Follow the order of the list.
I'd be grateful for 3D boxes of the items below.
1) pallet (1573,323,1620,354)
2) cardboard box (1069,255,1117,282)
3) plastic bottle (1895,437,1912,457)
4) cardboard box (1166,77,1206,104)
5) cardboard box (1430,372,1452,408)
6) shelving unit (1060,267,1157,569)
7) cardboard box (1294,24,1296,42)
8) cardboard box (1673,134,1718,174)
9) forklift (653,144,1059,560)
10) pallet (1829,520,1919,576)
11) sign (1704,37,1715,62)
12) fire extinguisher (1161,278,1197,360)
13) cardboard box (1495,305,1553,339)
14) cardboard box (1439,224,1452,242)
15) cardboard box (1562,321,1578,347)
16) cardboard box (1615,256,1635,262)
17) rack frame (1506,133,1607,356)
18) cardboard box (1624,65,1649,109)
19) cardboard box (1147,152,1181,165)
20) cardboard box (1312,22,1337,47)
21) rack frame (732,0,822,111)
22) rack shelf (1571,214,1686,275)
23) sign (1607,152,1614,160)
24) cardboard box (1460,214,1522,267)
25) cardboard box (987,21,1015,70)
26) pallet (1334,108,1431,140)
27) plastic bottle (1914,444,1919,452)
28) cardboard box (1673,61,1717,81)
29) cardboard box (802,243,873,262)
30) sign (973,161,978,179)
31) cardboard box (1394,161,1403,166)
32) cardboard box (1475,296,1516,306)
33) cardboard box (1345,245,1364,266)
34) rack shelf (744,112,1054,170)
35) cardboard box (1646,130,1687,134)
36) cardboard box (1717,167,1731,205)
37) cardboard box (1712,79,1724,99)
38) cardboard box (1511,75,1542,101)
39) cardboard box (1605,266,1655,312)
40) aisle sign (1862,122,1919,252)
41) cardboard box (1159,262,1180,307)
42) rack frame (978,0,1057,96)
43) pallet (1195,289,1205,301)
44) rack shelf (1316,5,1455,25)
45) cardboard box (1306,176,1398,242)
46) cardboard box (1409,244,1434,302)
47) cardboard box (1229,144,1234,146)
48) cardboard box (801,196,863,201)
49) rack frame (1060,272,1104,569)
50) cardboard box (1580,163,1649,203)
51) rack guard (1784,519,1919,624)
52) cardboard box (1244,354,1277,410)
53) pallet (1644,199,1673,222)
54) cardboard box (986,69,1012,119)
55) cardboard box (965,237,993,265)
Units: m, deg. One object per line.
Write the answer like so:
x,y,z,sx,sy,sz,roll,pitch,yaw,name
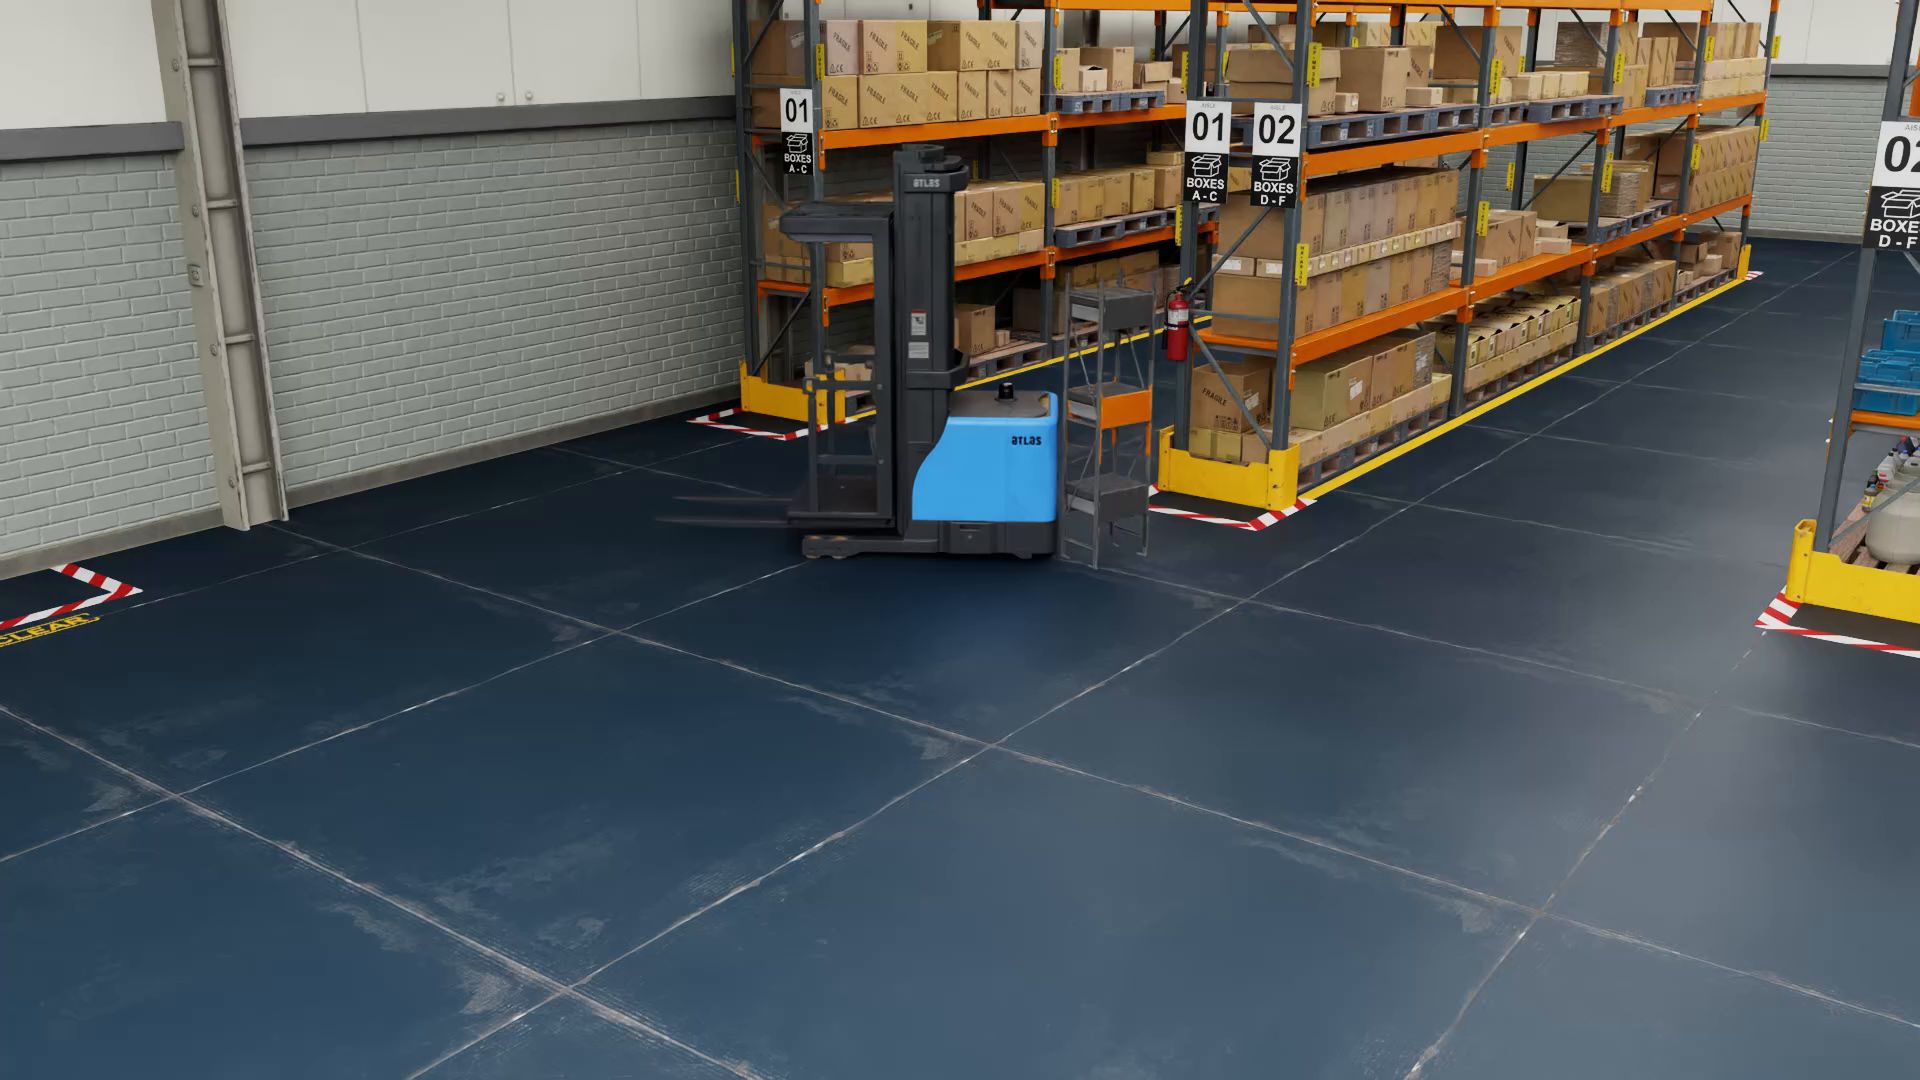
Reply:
7.484,-2.556,20.619,1.003,0.211,1.213,12,21,35,pallet
1.637,-3.421,20.911,0.500,0.250,0.500,12,21,33,cardboard box
7.674,-0.669,13.565,0.144,0.351,0.185,11,21,32,plastic bottle
2.816,-5.771,21.330,0.500,0.311,0.500,12,21,35,cardboard box
4.525,-1.502,16.452,0.500,0.250,0.500,12,21,35,cardboard box
1.068,-0.884,12.049,0.503,2.100,0.431,-12,21,-34,shelving unit
4.782,-7.406,24.302,0.500,0.250,0.500,14,22,39,cardboard box
10.206,-5.380,23.156,0.500,0.500,0.500,12,21,33,cardboard box
-0.772,-1.411,12.344,3.031,2.935,1.130,1,17,3,forklift
6.714,0.178,11.816,1.003,0.211,1.213,12,21,35,pallet
9.840,-6.440,21.829,0.100,0.325,0.005,12,21,35,sign
1.799,-1.828,13.704,0.296,0.674,0.183,12,21,35,fire extinguisher
6.287,-2.459,18.587,0.500,0.311,0.500,12,21,34,cardboard box
4.486,-2.960,15.956,0.380,0.149,0.250,12,21,34,cardboard box
6.891,-2.436,19.457,0.500,0.250,0.500,13,21,36,cardboard box
8.908,-3.614,22.795,0.500,0.500,0.500,11,21,32,cardboard box
7.009,-3.717,19.654,1.000,3.000,0.127,12,21,35,rack frame
7.855,-5.552,20.338,0.910,0.500,0.500,12,21,35,cardboard box
2.667,-4.992,21.757,0.380,0.149,0.250,9,19,26,cardboard box
5.640,-7.719,25.596,0.500,0.500,0.500,12,21,34,cardboard box
-1.739,-5.551,15.445,1.000,3.000,0.127,12,21,35,rack frame
8.200,-3.849,21.295,1.077,0.370,4.000,12,21,35,rack shelf
8.952,-5.177,22.897,0.100,0.325,0.005,12,21,35,sign
5.708,-3.236,17.939,0.500,0.500,0.500,12,21,35,cardboard box
0.244,-5.305,17.824,0.500,0.500,0.500,14,22,38,cardboard box
3.411,-3.657,14.554,1.003,0.211,1.213,12,21,35,pallet
7.903,-0.688,13.627,0.144,0.351,0.185,12,21,35,plastic bottle
9.881,-6.341,22.457,0.500,0.250,0.500,12,21,35,cardboard box
-1.213,-3.042,16.438,0.500,0.500,0.500,12,21,35,cardboard box
0.197,-4.289,19.544,0.100,0.325,0.005,12,21,35,sign
6.613,-6.161,27.021,0.980,0.700,0.700,11,20,32,cardboard box
6.155,-2.672,19.274,0.500,0.311,0.500,12,21,33,cardboard box
3.263,-2.470,14.379,0.380,0.149,0.250,12,21,33,cardboard box
-0.547,-4.251,17.530,1.077,0.370,4.000,12,21,35,rack shelf
10.089,-5.603,23.875,0.500,0.500,0.500,13,21,35,cardboard box
10.819,-5.153,24.111,0.500,0.500,0.500,12,21,34,cardboard box
10.182,-6.221,22.913,0.500,0.250,0.500,12,21,35,cardboard box
5.814,-4.770,17.533,0.500,0.250,0.500,10,20,30,cardboard box
8.728,-3.282,21.727,0.500,0.500,0.500,13,21,35,cardboard box
5.936,-2.212,10.425,0.394,0.787,0.004,12,21,35,aisle sign
2.641,-3.427,22.194,0.700,0.500,0.500,13,21,35,cardboard box
0.645,-6.503,18.513,1.000,3.000,0.127,12,21,35,rack frame
3.558,-3.434,23.446,1.003,0.211,1.213,12,21,35,pallet
6.603,-8.351,26.348,1.077,0.370,4.000,12,21,35,rack shelf
3.469,-2.966,14.880,0.700,0.500,0.500,12,21,35,cardboard box
4.057,-2.578,15.819,0.700,0.500,0.500,12,21,34,cardboard box
3.523,-5.218,22.521,0.500,0.250,0.500,13,22,36,cardboard box
-1.321,-3.250,17.105,0.500,0.500,0.500,13,21,35,cardboard box
0.871,-0.841,11.912,0.015,2.100,0.400,-12,21,-34,rack frame
8.571,-4.669,21.846,0.500,0.500,0.700,-16,23,-42,cardboard box
6.225,0.232,11.153,1.175,0.500,0.348,12,21,35,rack guard
2.907,-1.478,15.109,0.500,0.500,0.500,12,21,35,cardboard box
8.828,-4.407,22.200,1.003,0.211,1.213,12,21,35,pallet
0.231,-4.846,18.031,0.500,0.500,0.500,10,20,30,cardboard box
0.015,-3.170,18.114,0.500,0.250,0.500,12,21,34,cardboard box
